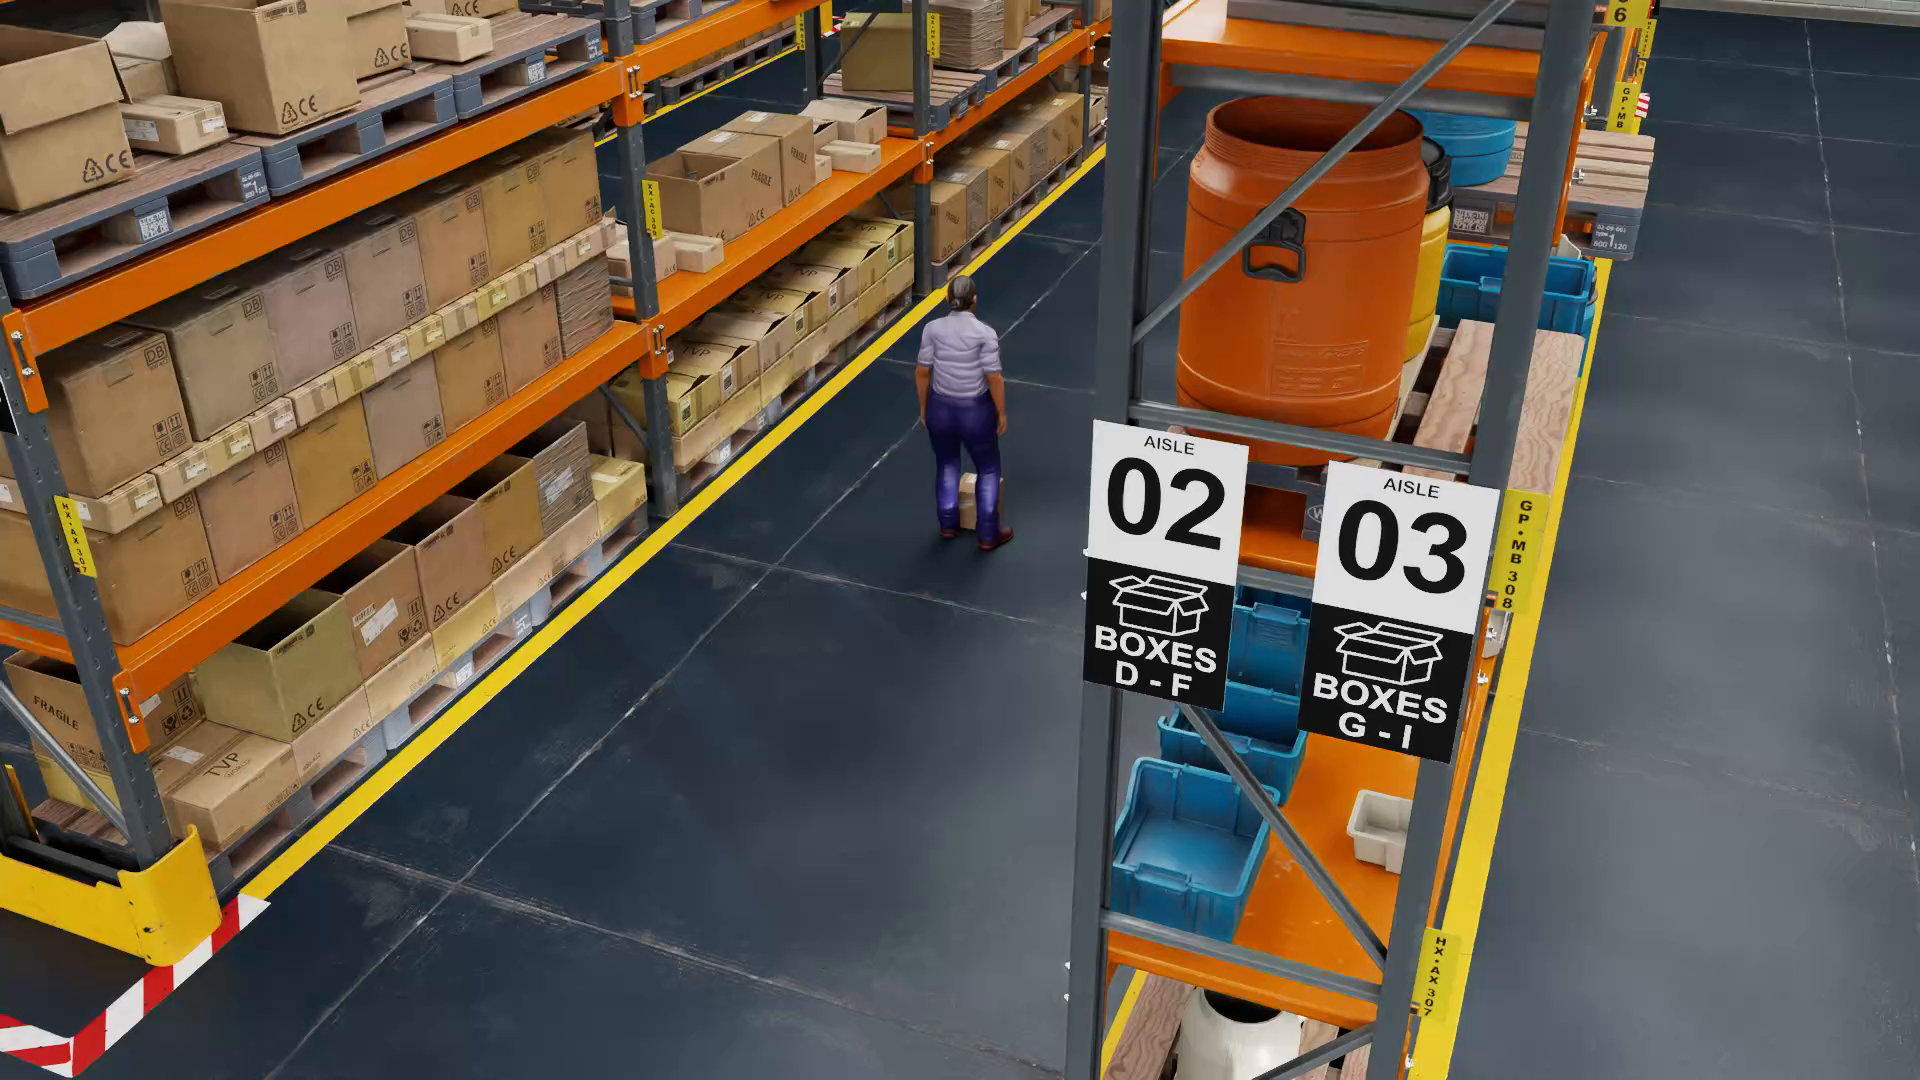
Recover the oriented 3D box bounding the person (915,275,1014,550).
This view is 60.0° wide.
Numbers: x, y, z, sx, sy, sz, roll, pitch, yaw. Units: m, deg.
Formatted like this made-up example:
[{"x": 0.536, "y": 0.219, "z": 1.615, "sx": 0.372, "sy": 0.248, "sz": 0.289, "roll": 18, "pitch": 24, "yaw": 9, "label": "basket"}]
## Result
[{"x": 0.033, "y": -0.741, "z": 9.696, "sx": 0.564, "sy": 1.648, "sz": 0.424, "roll": 10, "pitch": 31, "yaw": 16, "label": "person"}]
